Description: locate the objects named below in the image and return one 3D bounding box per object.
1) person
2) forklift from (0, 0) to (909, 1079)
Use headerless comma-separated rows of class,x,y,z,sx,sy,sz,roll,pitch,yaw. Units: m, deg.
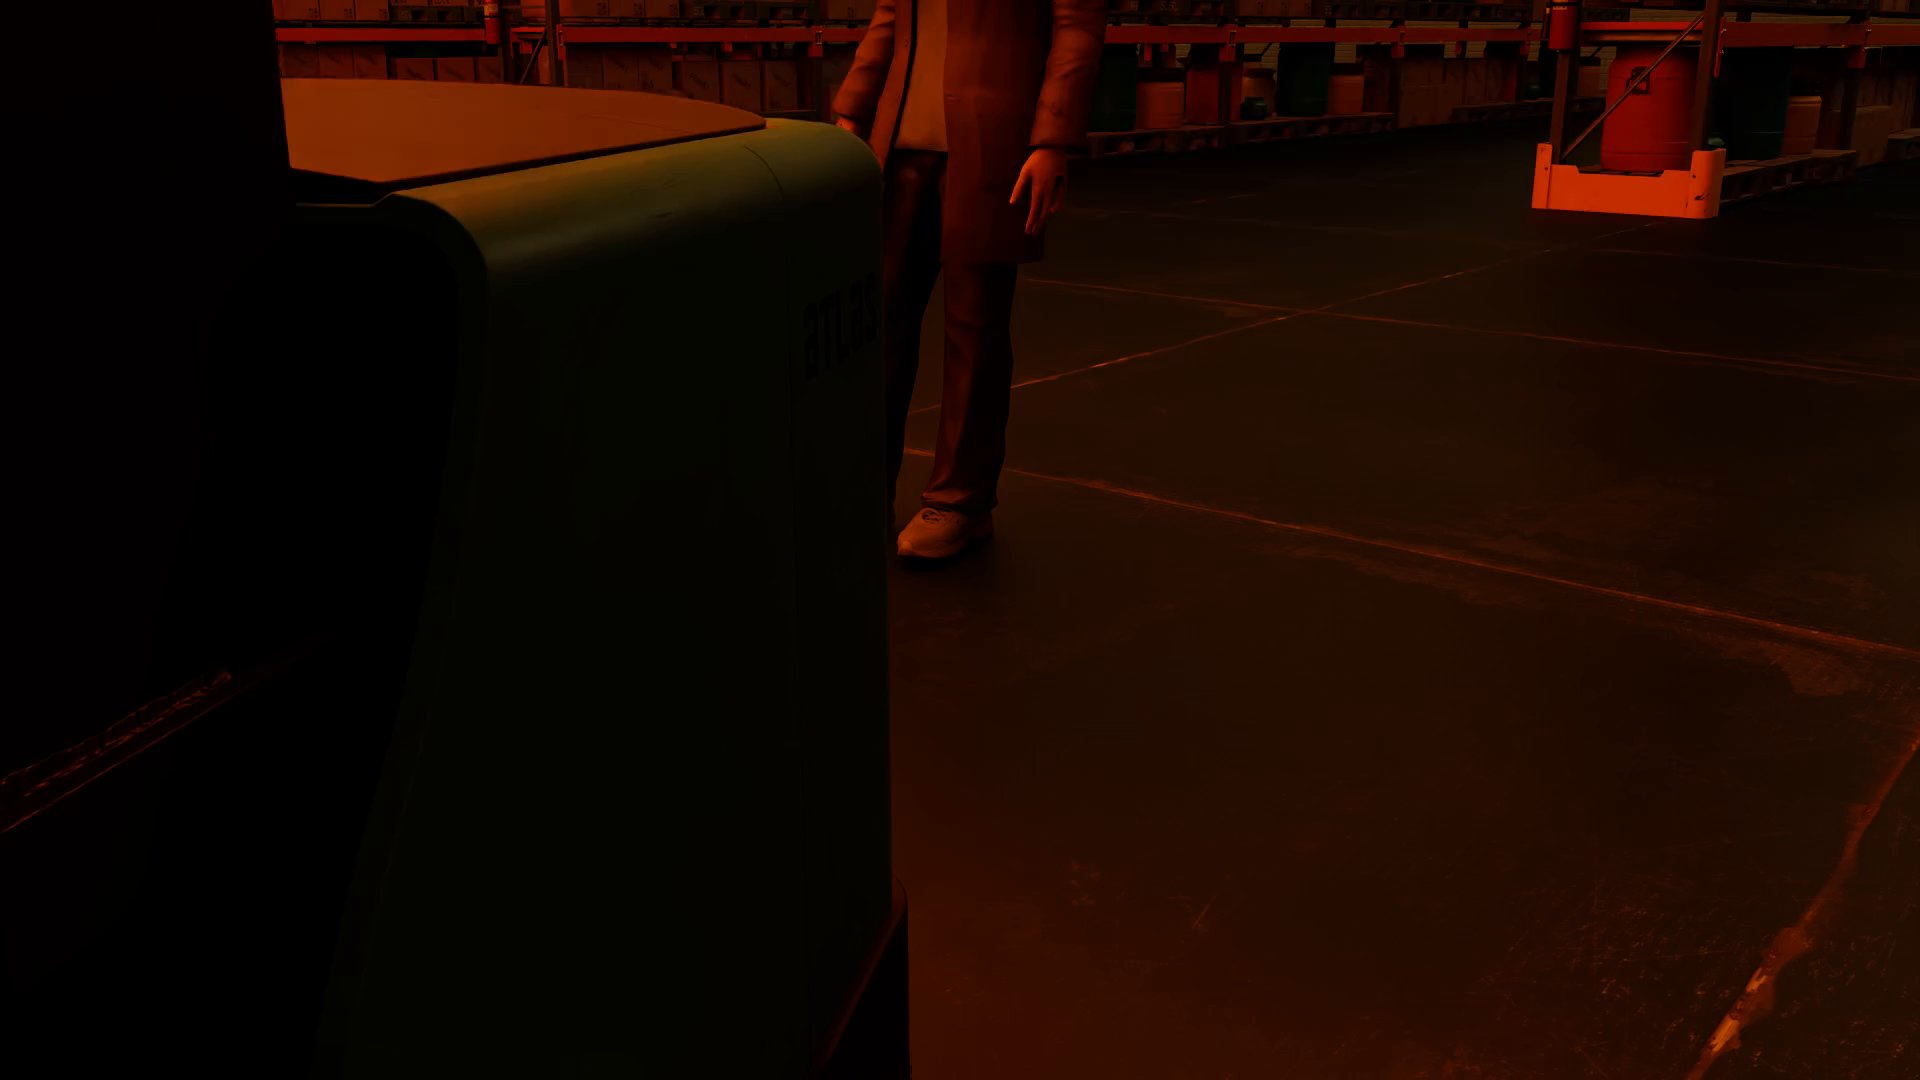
person,-0.062,-0.837,3.616,0.696,1.778,0.579,13,21,37
forklift,-0.875,-0.369,0.112,1.130,2.935,3.031,4,17,12
